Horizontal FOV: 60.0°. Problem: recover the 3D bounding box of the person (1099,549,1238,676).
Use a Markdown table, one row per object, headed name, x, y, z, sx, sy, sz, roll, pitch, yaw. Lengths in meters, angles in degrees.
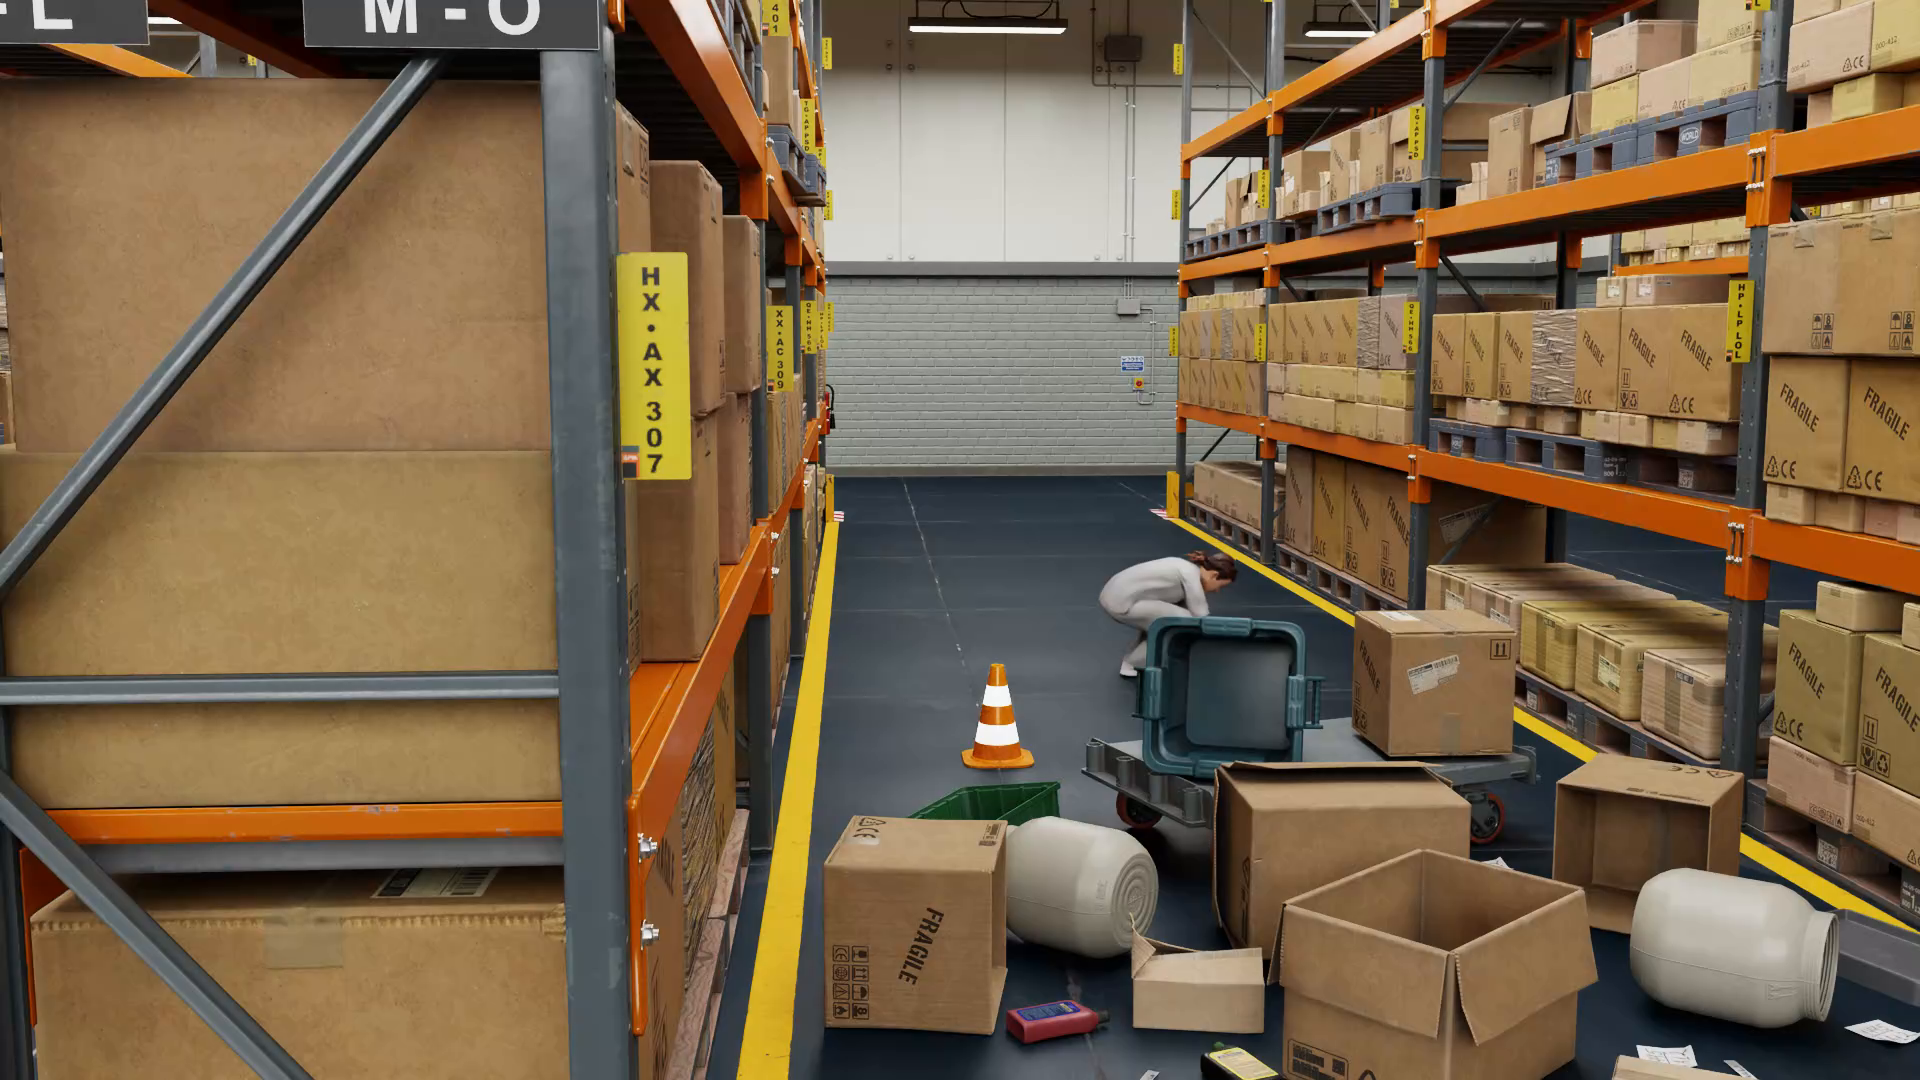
| name | x | y | z | sx | sy | sz | roll | pitch | yaw |
| --- | --- | --- | --- | --- | --- | --- | --- | --- | --- |
| person | 1.263 | 0.450 | 10.050 | 0.848 | 0.793 | 0.456 | -1 | 7 | -5 |
